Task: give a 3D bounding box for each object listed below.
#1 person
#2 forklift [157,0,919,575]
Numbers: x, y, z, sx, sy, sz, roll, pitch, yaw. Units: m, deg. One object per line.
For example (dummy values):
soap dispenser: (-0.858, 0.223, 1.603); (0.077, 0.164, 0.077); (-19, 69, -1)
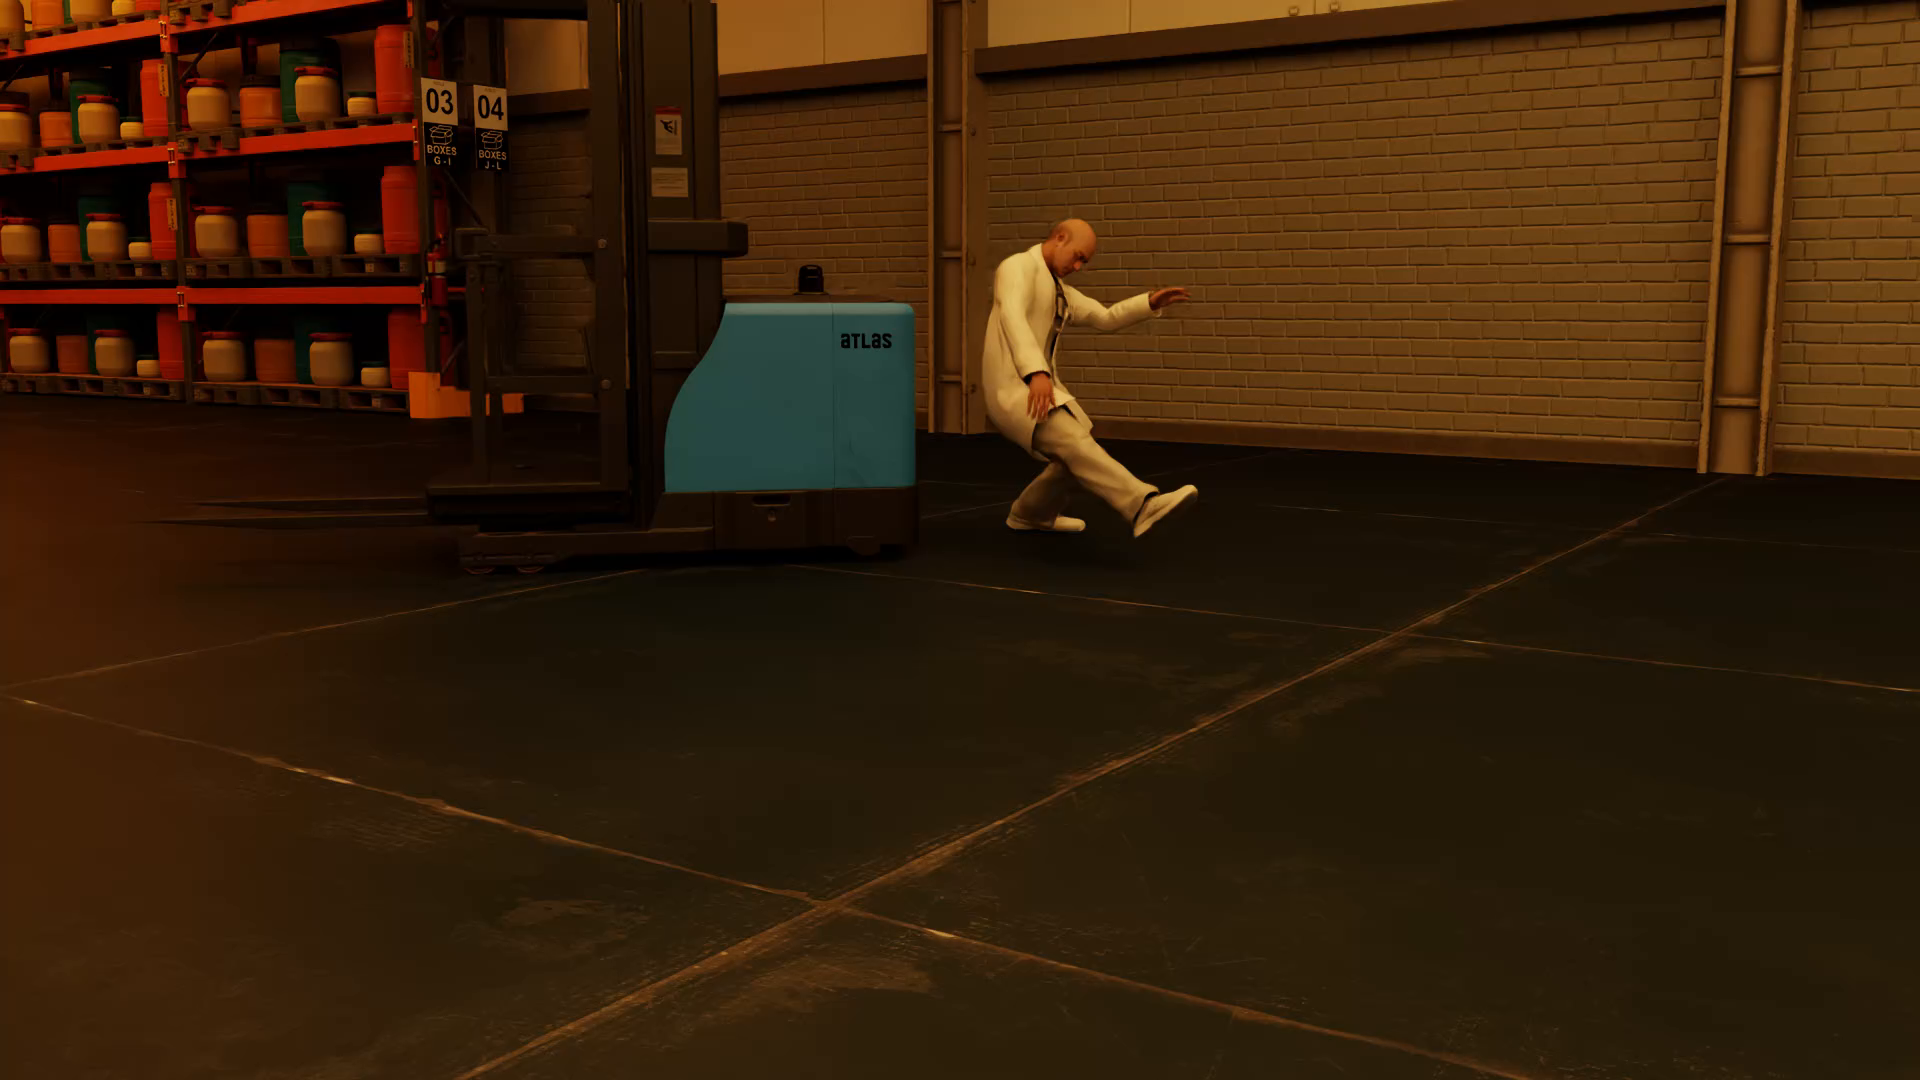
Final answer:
person: (0.607, -0.648, 7.228); (1.267, 1.444, 1.079); (4, 9, 28)
forklift: (-1.744, -1.393, 6.992); (3.031, 2.935, 1.130); (-2, 8, -12)
